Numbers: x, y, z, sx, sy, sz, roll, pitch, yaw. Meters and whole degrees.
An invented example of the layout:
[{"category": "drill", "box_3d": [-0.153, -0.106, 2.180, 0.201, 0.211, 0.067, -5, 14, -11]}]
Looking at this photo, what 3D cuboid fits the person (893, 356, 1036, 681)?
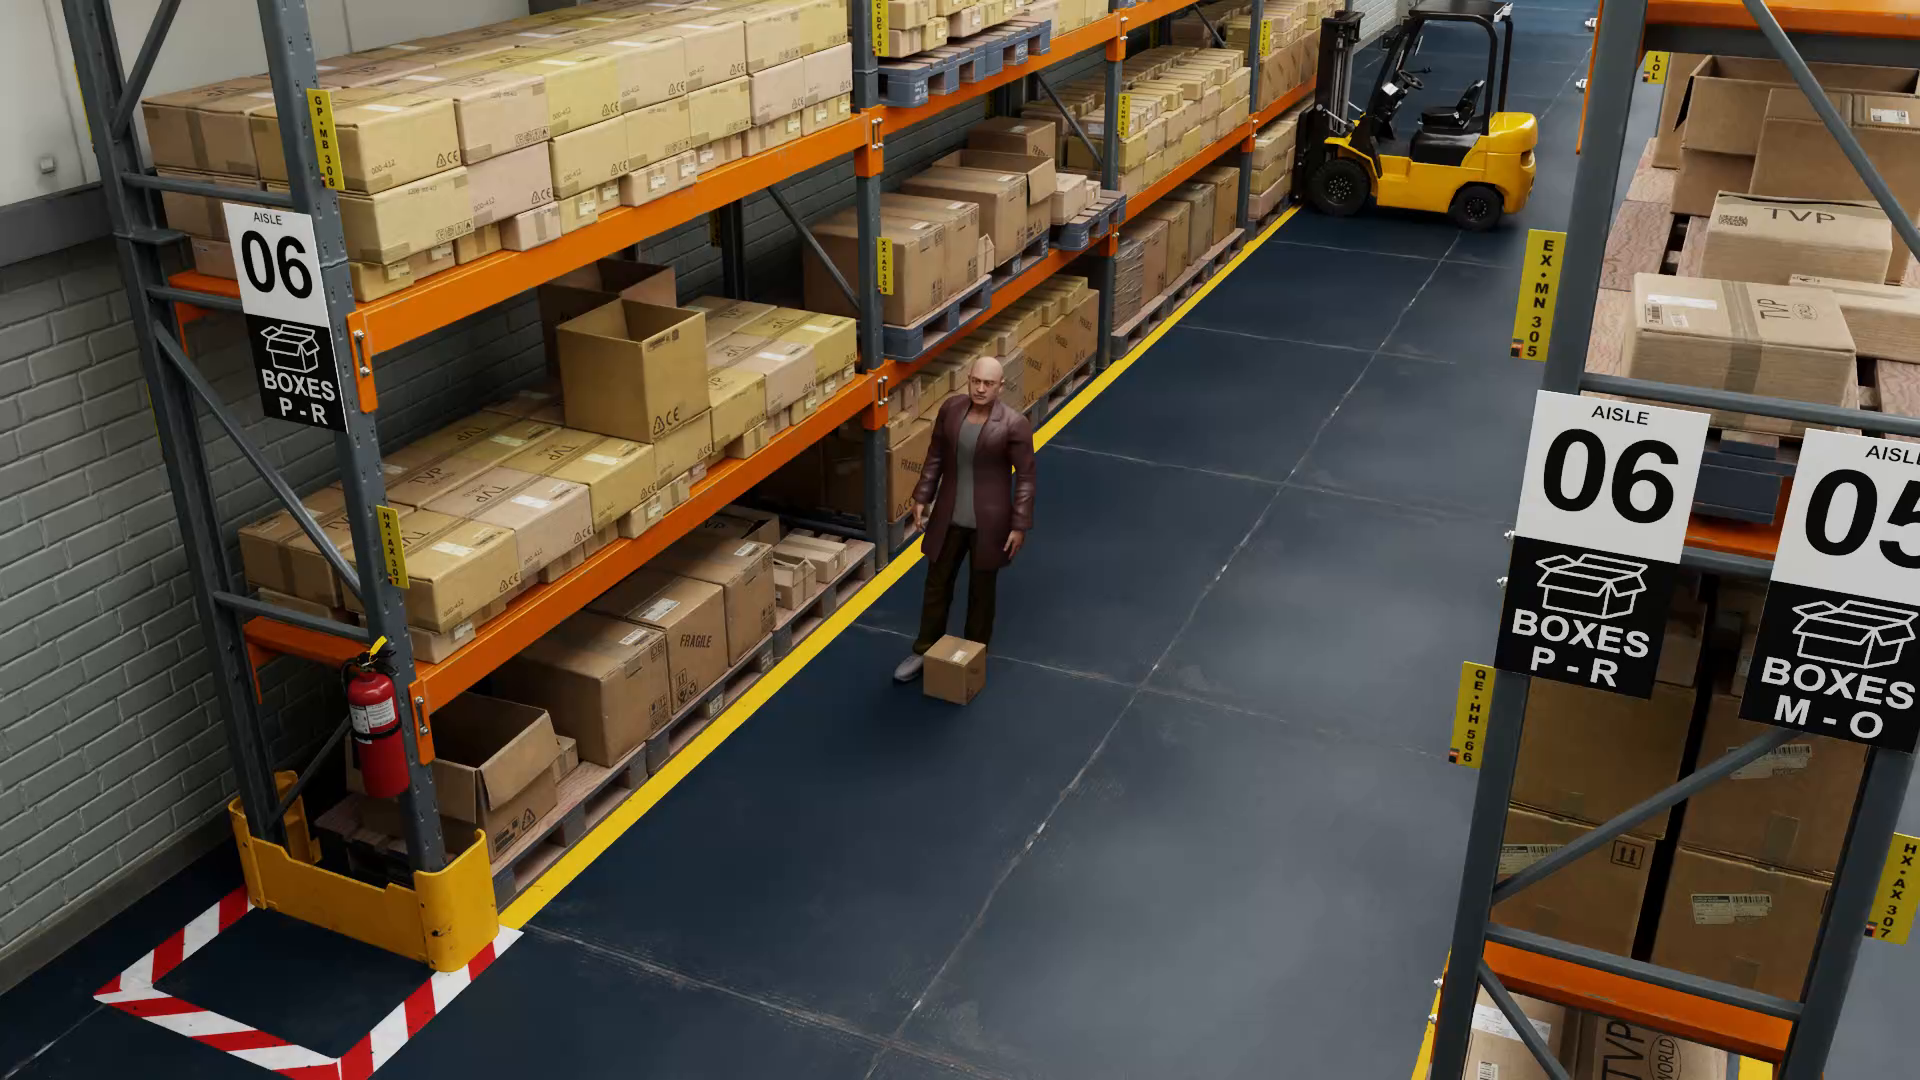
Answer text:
[{"category": "person", "box_3d": [0.030, -0.078, 8.770, 0.698, 1.776, 0.581, 12, 28, 23]}]
